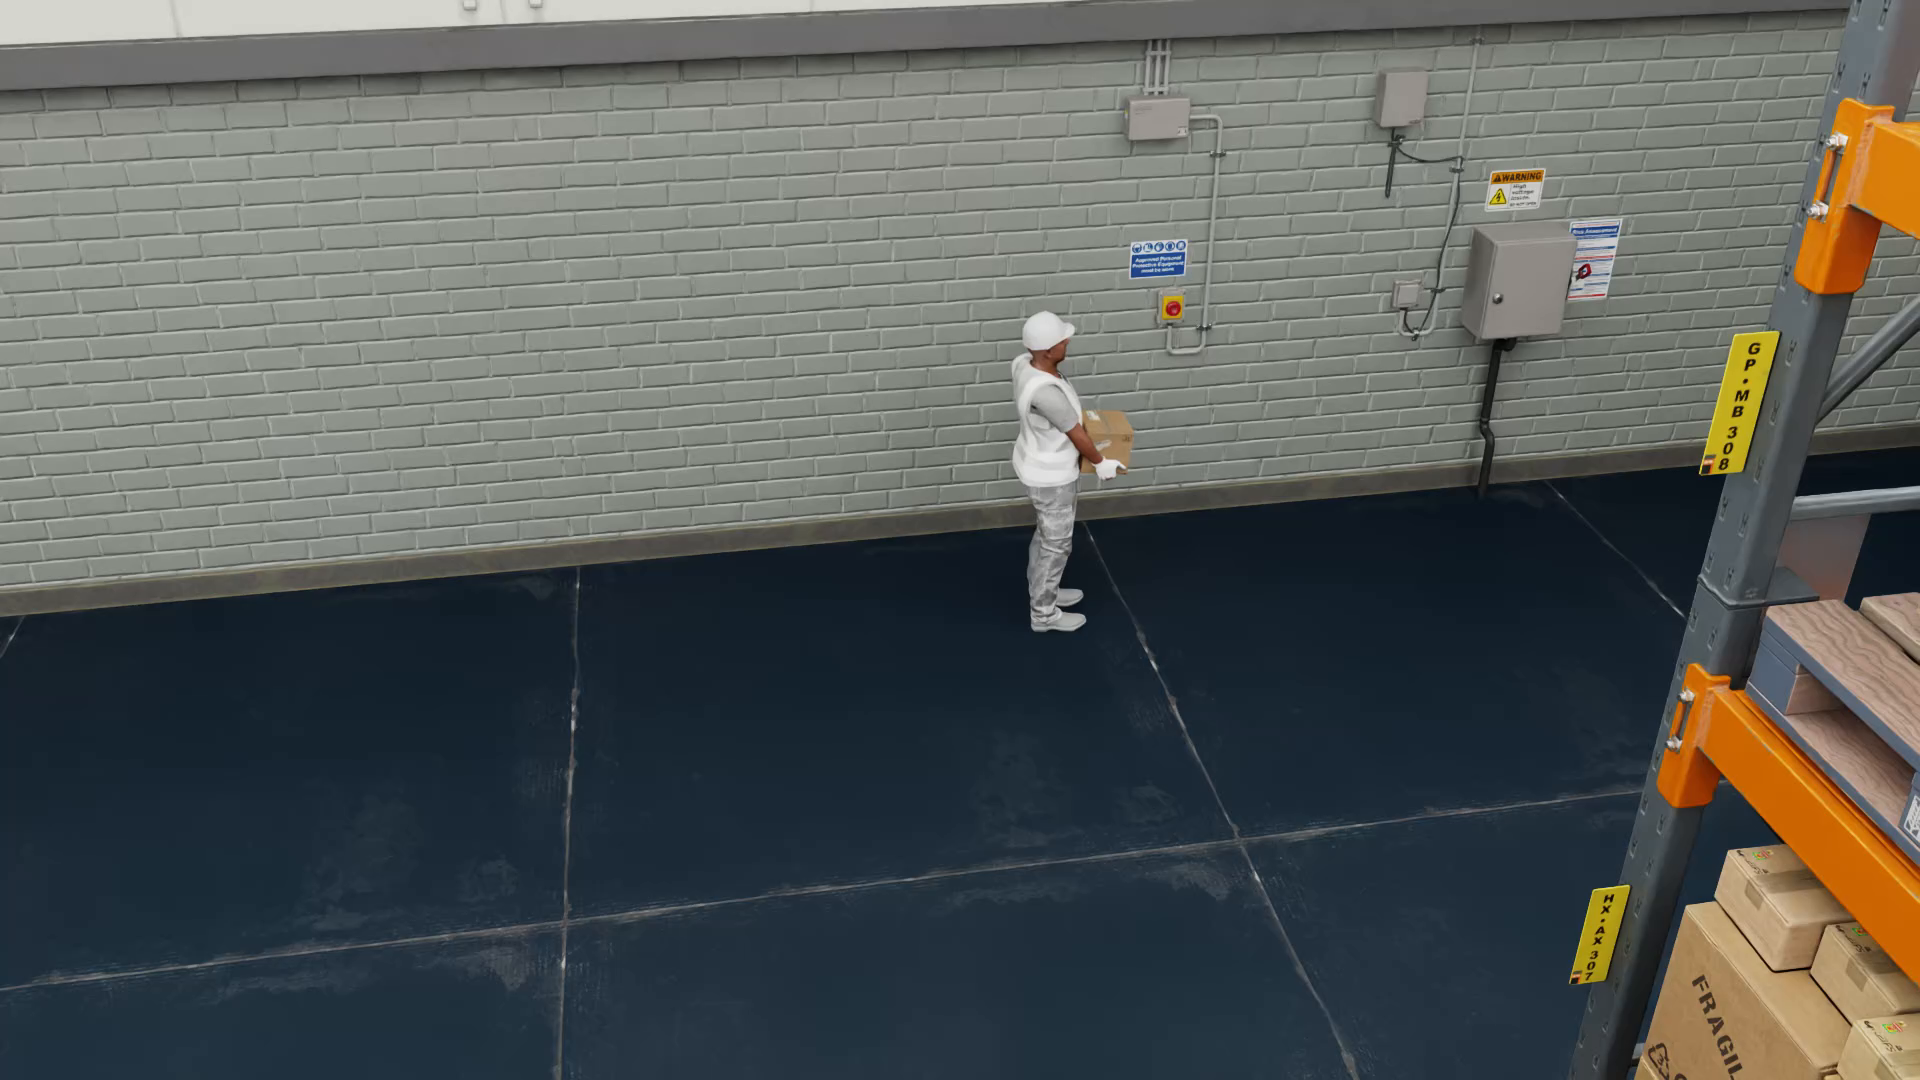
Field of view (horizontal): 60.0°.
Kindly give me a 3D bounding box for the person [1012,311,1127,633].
[{"bbox_3d":[0.561,-0.373,8.757,0.567,1.780,0.488,-5,31,-8],"label":"person"}]
